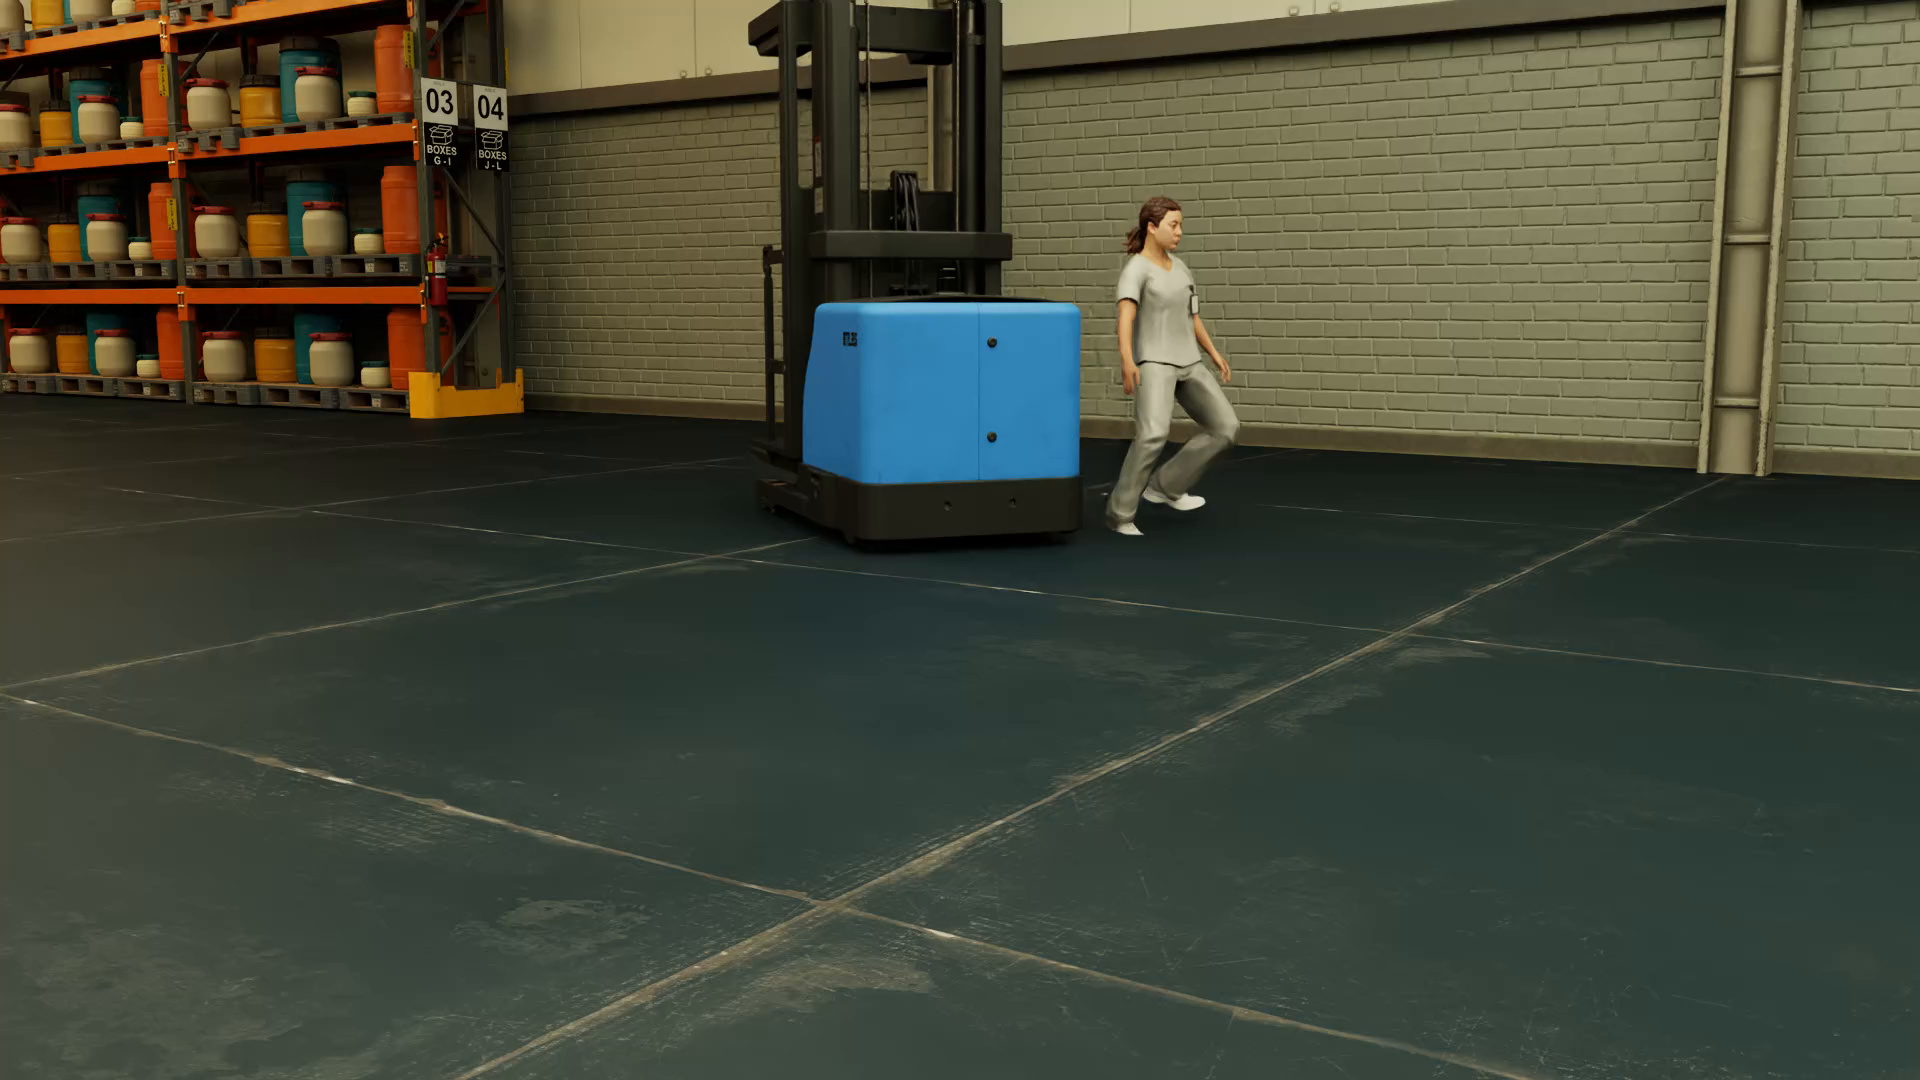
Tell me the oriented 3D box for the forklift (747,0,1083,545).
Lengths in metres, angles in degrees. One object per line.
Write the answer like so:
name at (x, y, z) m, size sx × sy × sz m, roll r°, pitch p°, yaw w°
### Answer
forklift at (-0.430, -1.599, 8.440) m, size 1.130 × 2.935 × 3.031 m, roll -3°, pitch 9°, yaw -20°

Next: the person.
person at (0.959, -0.815, 7.921) m, size 0.723 × 1.624 × 0.478 m, roll -6°, pitch 10°, yaw -36°
